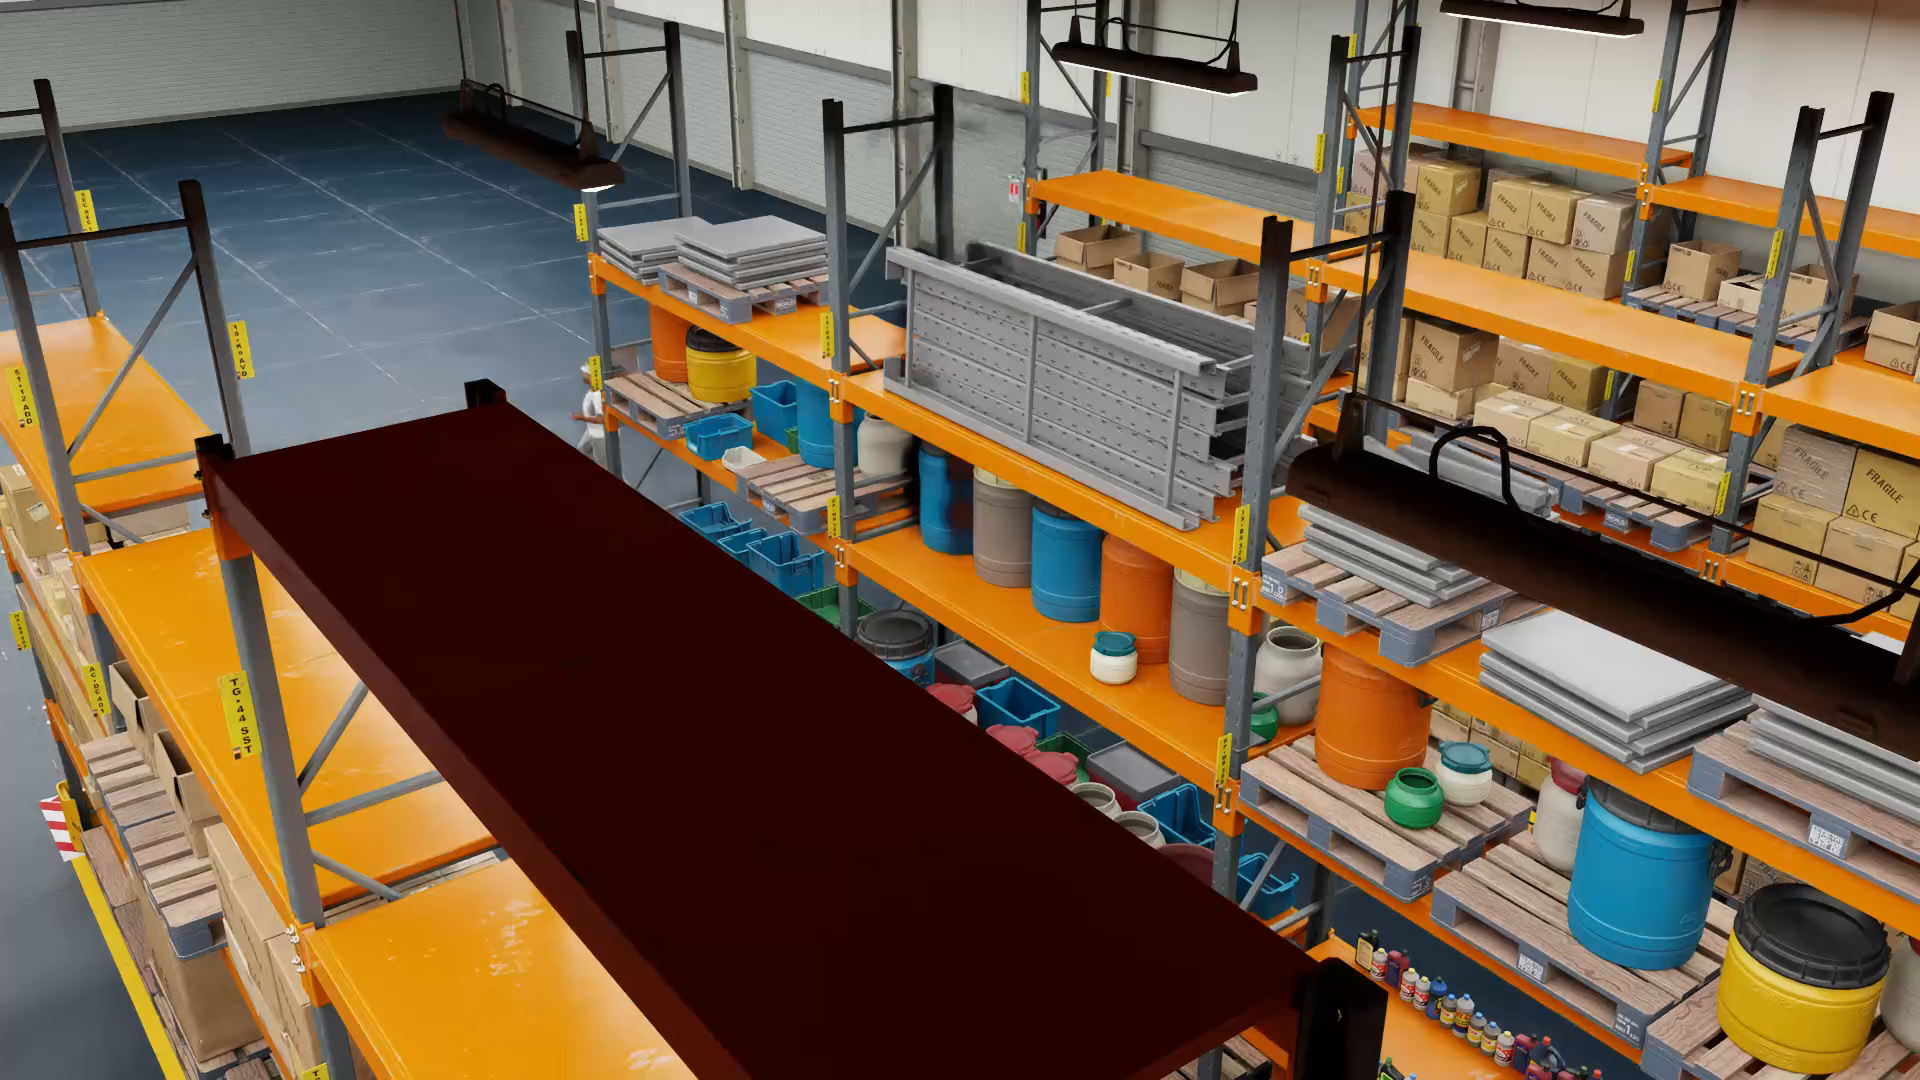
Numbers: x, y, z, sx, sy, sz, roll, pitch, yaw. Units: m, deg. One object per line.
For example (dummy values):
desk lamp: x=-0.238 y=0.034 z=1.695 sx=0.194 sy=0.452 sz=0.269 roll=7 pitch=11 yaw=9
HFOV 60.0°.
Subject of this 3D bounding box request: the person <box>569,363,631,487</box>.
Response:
person: x=-4.284 y=-1.300 z=19.722 sx=0.642 sy=1.722 sz=0.694 roll=-5 pitch=25 yaw=-11
